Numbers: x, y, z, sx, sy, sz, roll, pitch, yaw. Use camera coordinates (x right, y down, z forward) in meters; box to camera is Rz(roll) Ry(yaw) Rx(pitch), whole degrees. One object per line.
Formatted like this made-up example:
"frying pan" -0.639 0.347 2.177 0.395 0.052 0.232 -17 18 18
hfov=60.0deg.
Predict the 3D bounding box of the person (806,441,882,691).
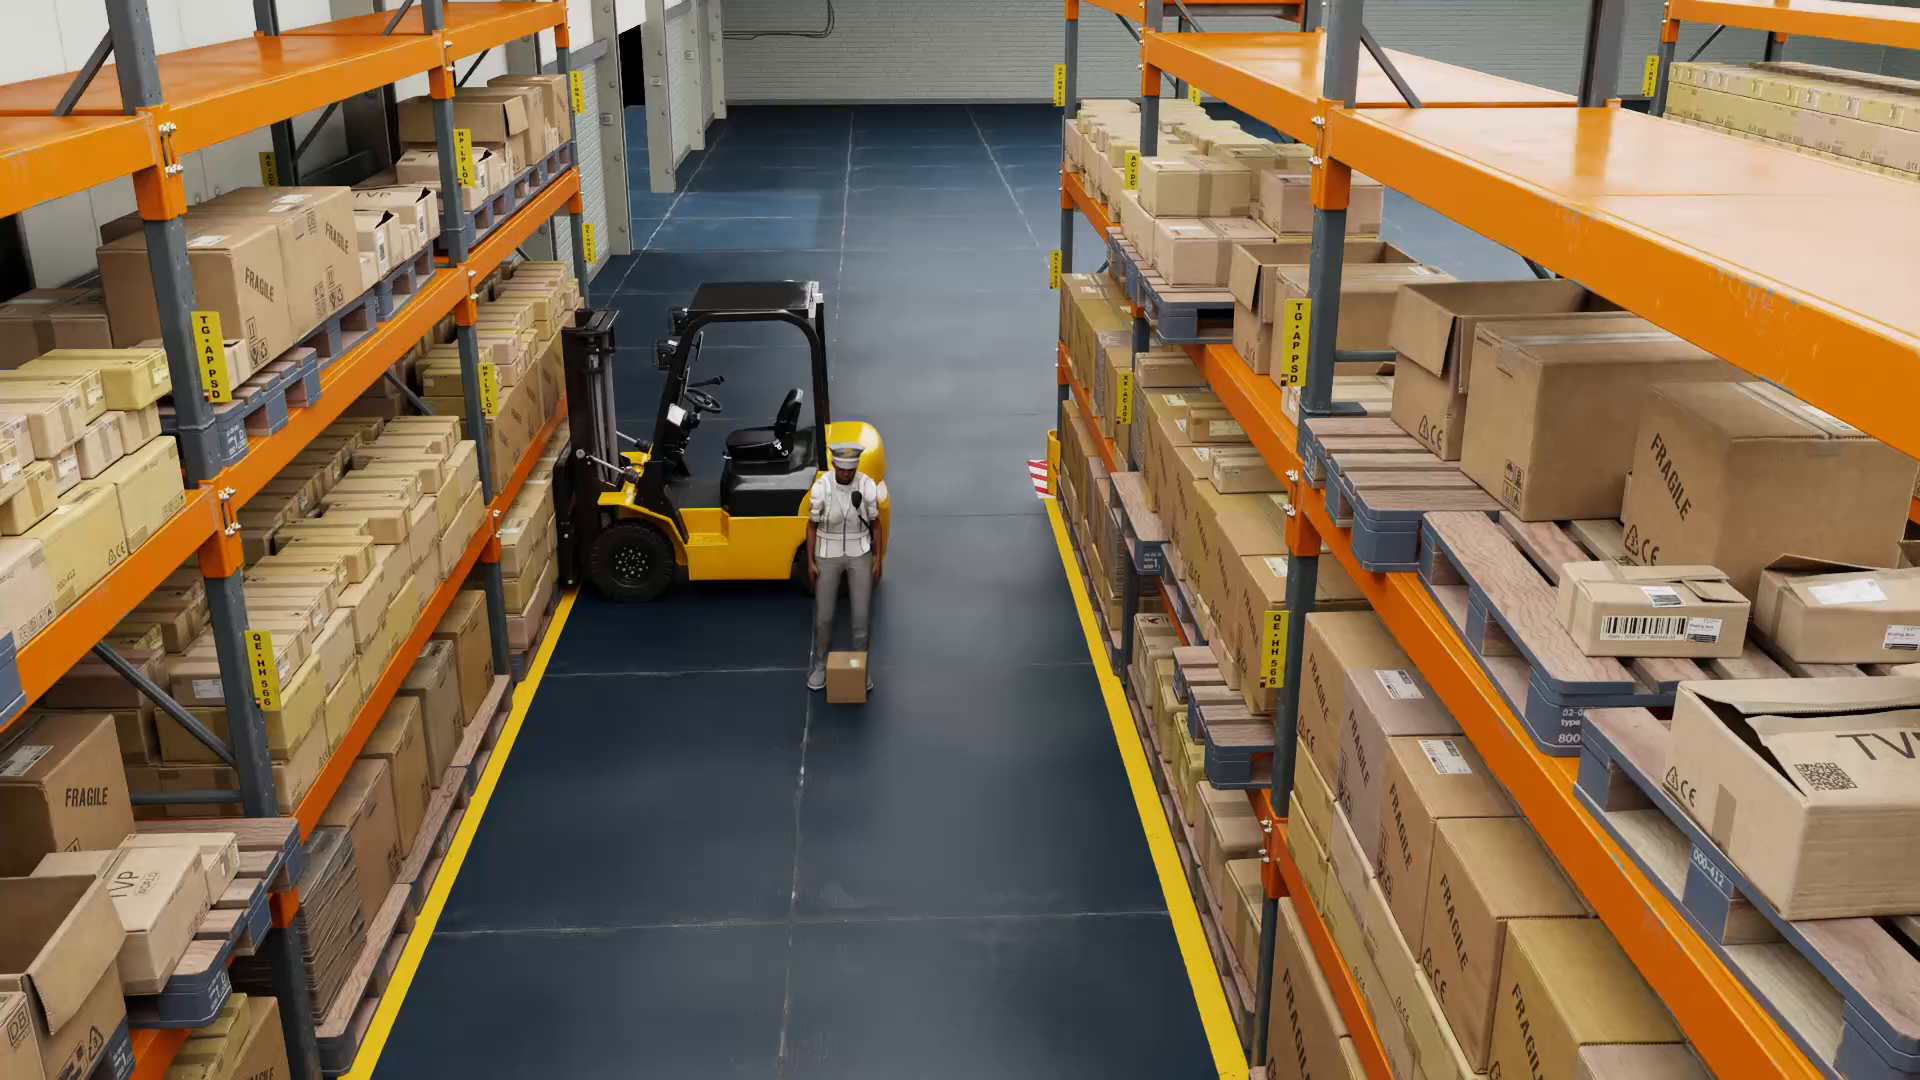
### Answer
"person" -0.749 0.150 10.681 0.513 1.656 0.426 -2 21 -5
